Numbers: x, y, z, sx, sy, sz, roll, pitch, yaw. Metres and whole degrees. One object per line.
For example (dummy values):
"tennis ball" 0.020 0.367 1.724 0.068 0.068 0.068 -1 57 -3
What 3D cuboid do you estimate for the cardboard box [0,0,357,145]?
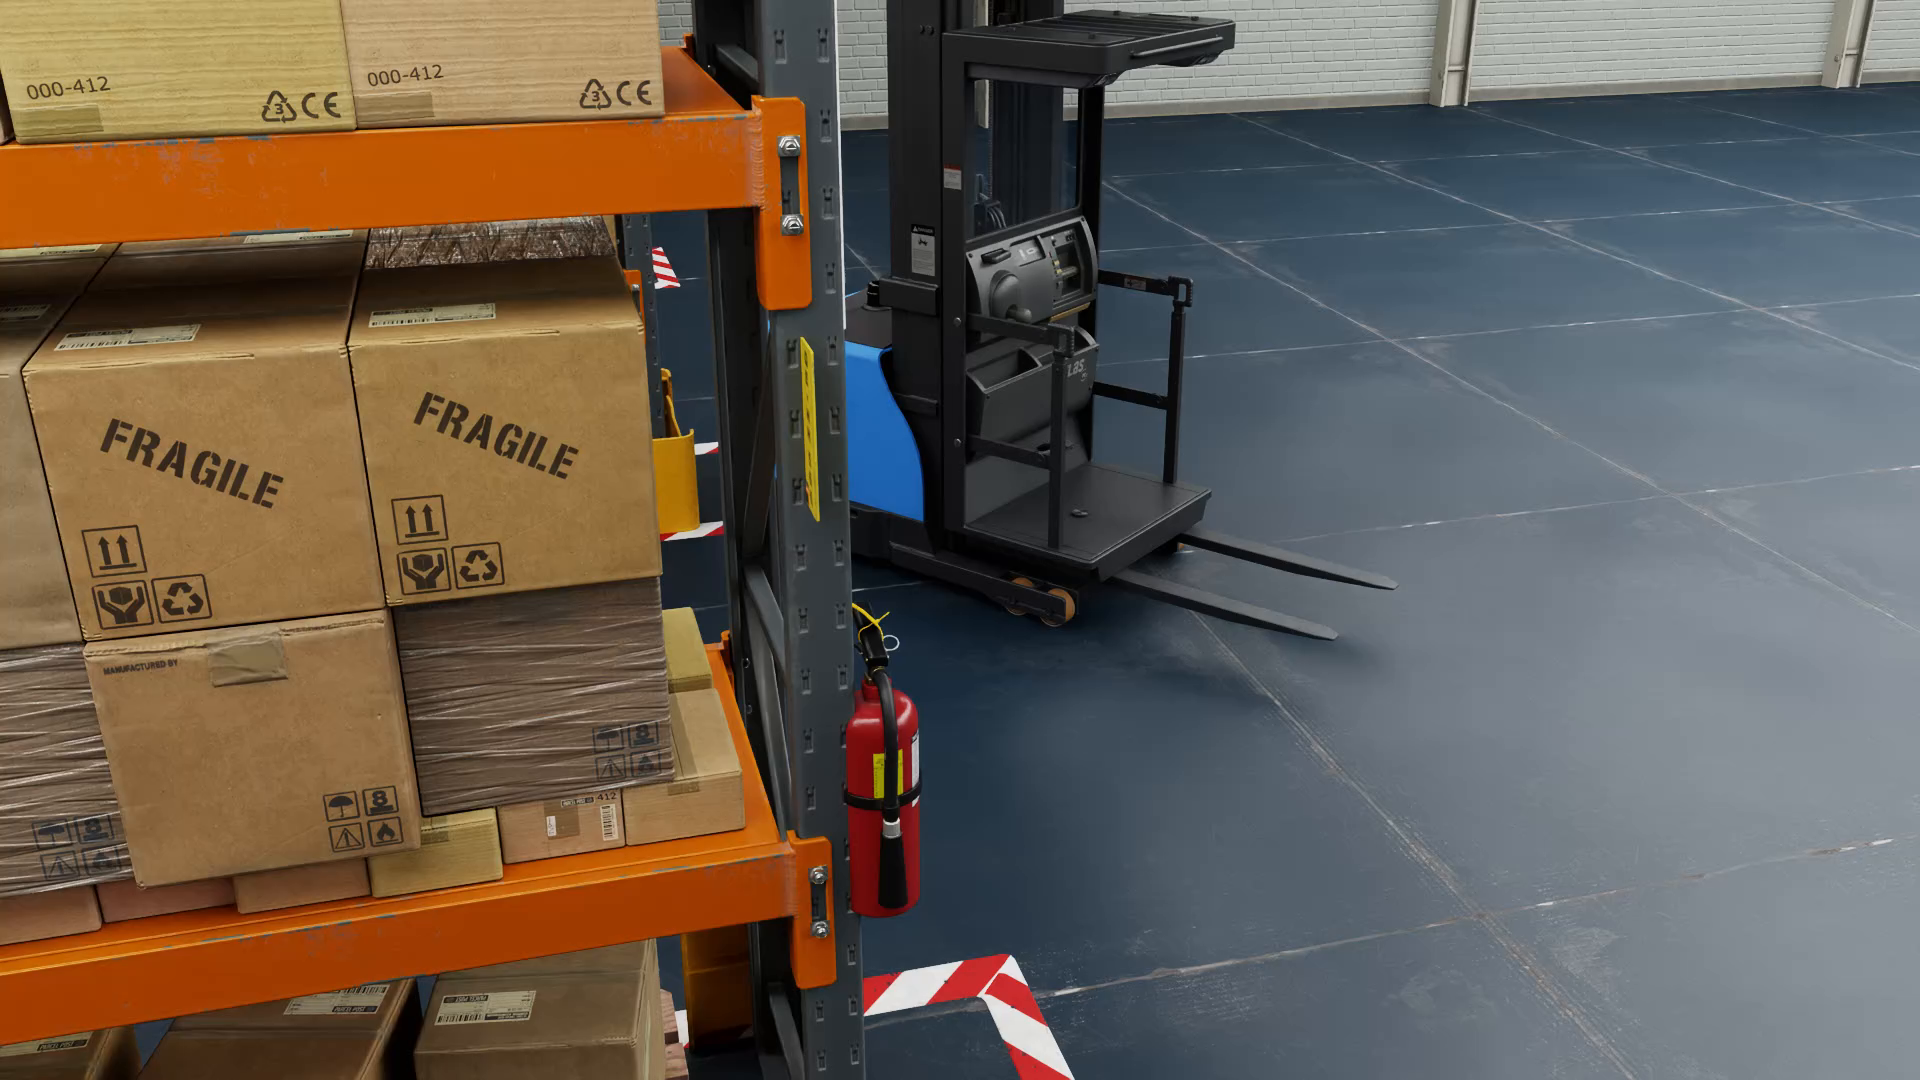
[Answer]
"cardboard box" -1.281 -0.844 2.799 0.500 0.250 0.500 -6 24 -14

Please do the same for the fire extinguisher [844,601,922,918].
"fire extinguisher" -0.171 0.462 3.467 0.183 0.674 0.296 -6 24 -14

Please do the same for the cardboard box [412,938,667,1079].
"cardboard box" -1.011 1.280 4.101 0.500 0.500 0.500 -2 23 -5

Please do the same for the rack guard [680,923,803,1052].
"rack guard" -0.478 1.421 4.305 0.348 0.500 1.175 -6 24 -14

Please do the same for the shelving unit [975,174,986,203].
"shelving unit" -0.317 -1.165 9.063 1.048 1.500 0.538 -7 24 -16

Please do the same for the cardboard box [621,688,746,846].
"cardboard box" -0.624 0.488 3.628 0.250 0.149 0.380 -6 24 -14

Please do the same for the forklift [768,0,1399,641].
"forklift" 0.499 -1.200 7.330 3.031 2.935 1.130 16 28 33

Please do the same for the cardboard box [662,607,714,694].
"cardboard box" -0.744 0.319 4.021 0.250 0.149 0.380 -6 24 -14

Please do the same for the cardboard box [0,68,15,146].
"cardboard box" -1.776 -0.792 2.679 0.500 0.250 0.500 -6 24 -13

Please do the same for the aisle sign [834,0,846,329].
"aisle sign" -0.265 -0.824 3.069 0.004 0.787 0.394 -6 24 -14

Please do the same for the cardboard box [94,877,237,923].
"cardboard box" -1.588 0.592 3.385 0.250 0.149 0.380 -6 24 -14

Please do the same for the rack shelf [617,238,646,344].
"rack shelf" -3.573 -1.087 7.890 4.000 0.370 1.077 -6 24 -14

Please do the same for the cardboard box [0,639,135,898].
"cardboard box" -1.884 0.265 3.325 0.500 0.500 0.875 -6 24 -14

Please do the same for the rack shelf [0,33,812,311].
"rack shelf" -2.331 -0.571 2.885 4.000 0.370 1.077 -6 24 -14

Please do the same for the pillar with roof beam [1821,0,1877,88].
"pillar with roof beam" 13.153 -8.691 17.092 0.400 9.000 9.100 -6 24 -14

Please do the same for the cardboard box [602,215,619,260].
"cardboard box" -1.993 -1.642 8.083 0.550 0.550 0.875 -6 24 -14

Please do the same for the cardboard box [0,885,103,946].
"cardboard box" -1.823 0.627 3.303 0.250 0.149 0.380 -6 24 -14

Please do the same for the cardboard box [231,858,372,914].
"cardboard box" -1.336 0.581 3.410 0.250 0.149 0.380 -6 24 -14

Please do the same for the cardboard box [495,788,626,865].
"cardboard box" -0.865 0.514 3.566 0.250 0.149 0.380 -6 24 -14

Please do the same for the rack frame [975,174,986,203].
"rack frame" 0.168 -1.224 9.202 0.032 1.500 0.500 -7 24 -16

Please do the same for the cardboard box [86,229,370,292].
"cardboard box" -1.492 -0.373 3.543 0.500 0.500 0.500 -6 24 -14

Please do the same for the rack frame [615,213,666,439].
"rack frame" -1.648 -1.630 8.245 0.127 3.000 1.000 -6 24 -14

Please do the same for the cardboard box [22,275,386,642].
"cardboard box" -1.348 -0.171 3.071 0.500 0.500 0.500 -6 24 -14

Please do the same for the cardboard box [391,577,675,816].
"cardboard box" -0.942 0.129 3.641 0.500 0.500 0.875 -6 24 -14

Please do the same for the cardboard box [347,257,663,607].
"cardboard box" -0.868 -0.226 3.201 0.500 0.500 0.500 -6 24 -14

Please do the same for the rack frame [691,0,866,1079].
"rack frame" -0.405 0.264 3.831 0.127 3.000 1.000 -6 24 -14

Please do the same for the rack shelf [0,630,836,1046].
"rack shelf" -2.331 0.807 3.477 4.000 0.370 1.077 -6 24 -14

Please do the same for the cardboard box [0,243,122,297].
"cardboard box" -1.973 -0.319 3.417 0.500 0.500 0.500 -6 24 -14

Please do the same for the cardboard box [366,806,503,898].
"cardboard box" -1.092 0.560 3.458 0.250 0.149 0.380 -6 24 -14

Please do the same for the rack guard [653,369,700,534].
"rack guard" -1.625 -0.484 8.744 0.348 0.500 1.175 -6 24 -14

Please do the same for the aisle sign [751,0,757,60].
"aisle sign" -0.427 -1.051 3.600 0.004 0.787 0.394 -6 24 -14

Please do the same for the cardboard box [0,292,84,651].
"cardboard box" -1.830 -0.118 2.950 0.500 0.500 0.500 -6 24 -14

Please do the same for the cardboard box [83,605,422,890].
"cardboard box" -1.391 0.228 3.410 0.500 0.500 0.875 -6 24 -14

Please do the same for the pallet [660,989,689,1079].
"pallet" -1.270 1.626 4.192 1.213 0.211 1.003 -6 24 -14

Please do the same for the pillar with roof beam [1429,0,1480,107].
"pillar with roof beam" 7.376 -8.051 15.602 0.400 9.000 9.100 -6 24 -14

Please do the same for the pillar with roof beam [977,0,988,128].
"pillar with roof beam" 1.599 -7.412 14.113 0.400 9.000 9.100 -6 24 -14

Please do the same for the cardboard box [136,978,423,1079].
"cardboard box" -1.577 1.356 3.923 0.500 0.500 0.500 0 23 0

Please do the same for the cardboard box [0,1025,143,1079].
"cardboard box" -2.185 1.416 3.784 0.500 0.500 0.500 -4 24 -9

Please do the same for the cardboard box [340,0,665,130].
"cardboard box" -0.801 -0.898 2.925 0.500 0.250 0.500 -6 24 -13

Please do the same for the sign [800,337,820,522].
"sign" -0.275 -0.201 3.045 0.005 0.325 0.100 -6 24 -14

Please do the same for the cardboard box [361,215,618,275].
"cardboard box" -1.008 -0.423 3.660 0.500 0.500 0.500 -6 24 -14
